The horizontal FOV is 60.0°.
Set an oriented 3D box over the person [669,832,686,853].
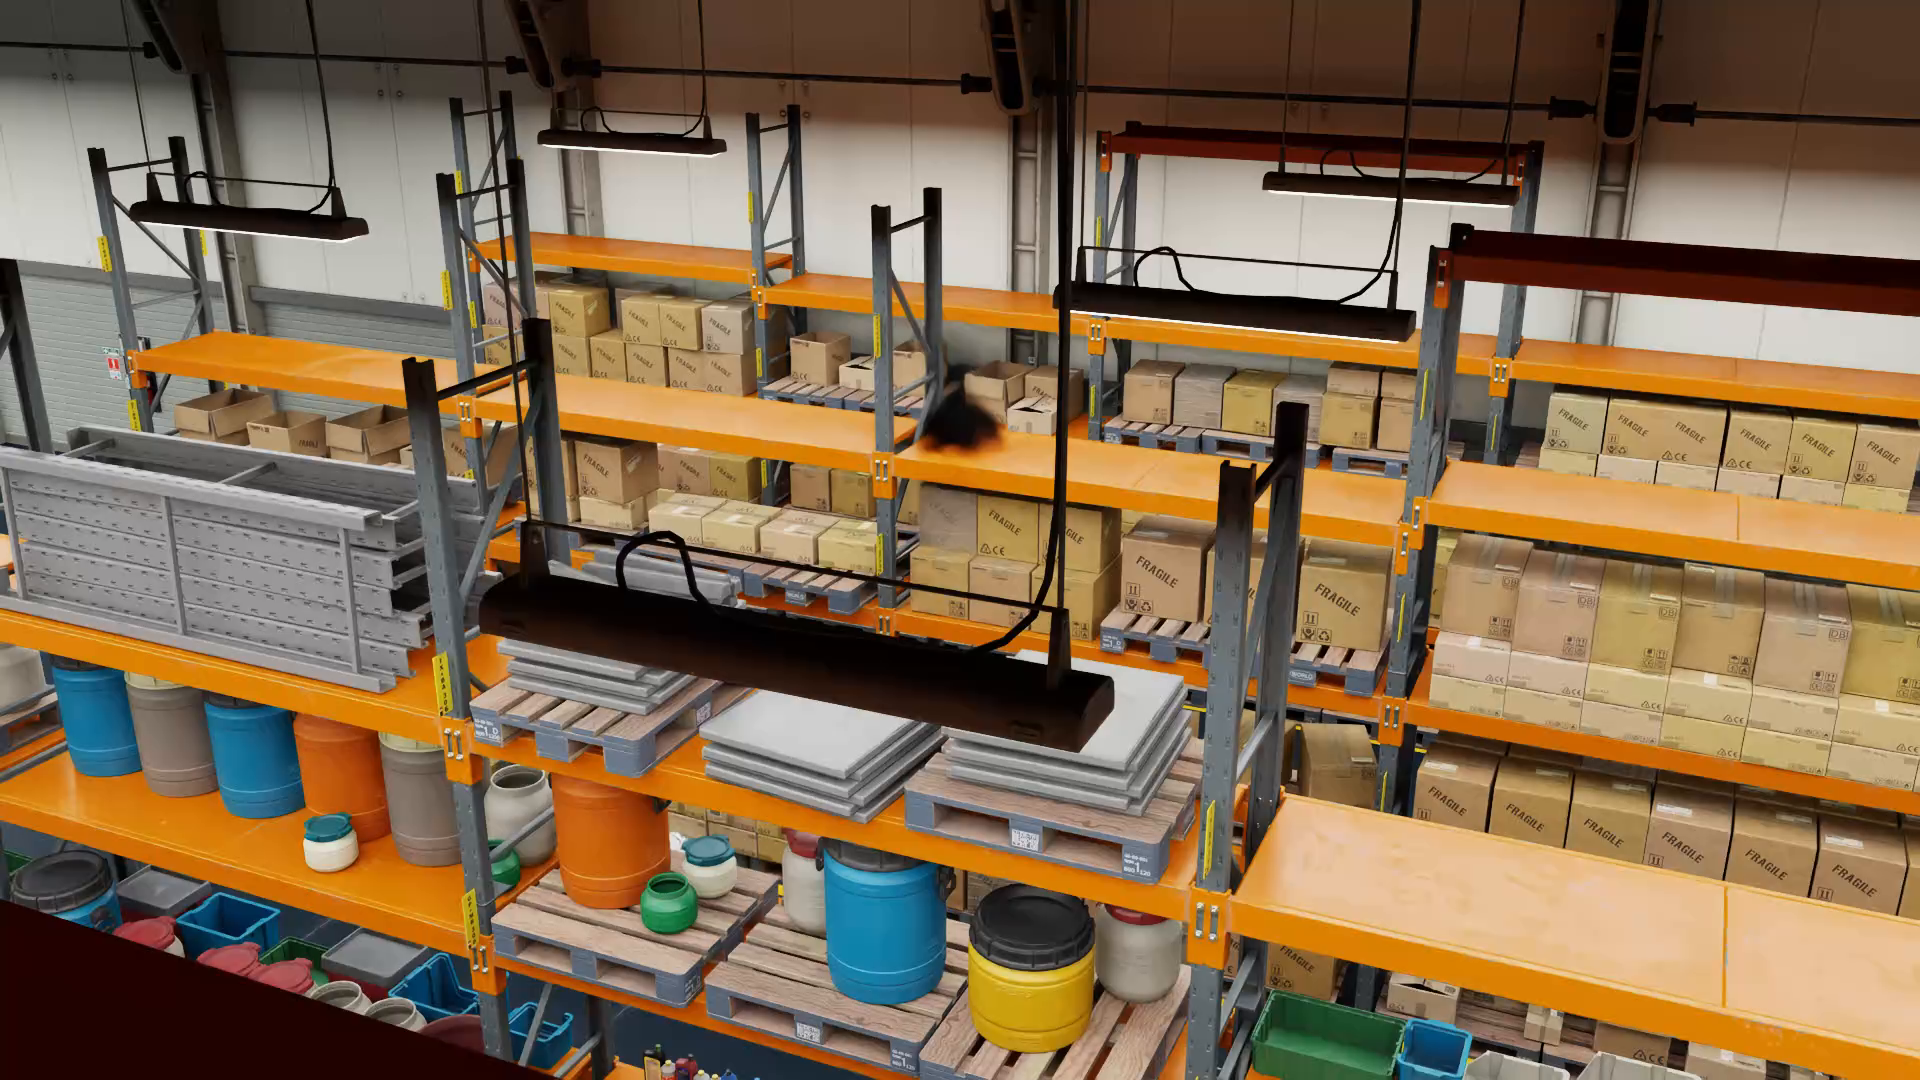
[{"bbox_3d":[-2.222,2.874,12.870,0.903,1.532,0.646,14,25,34],"label":"person"}]
